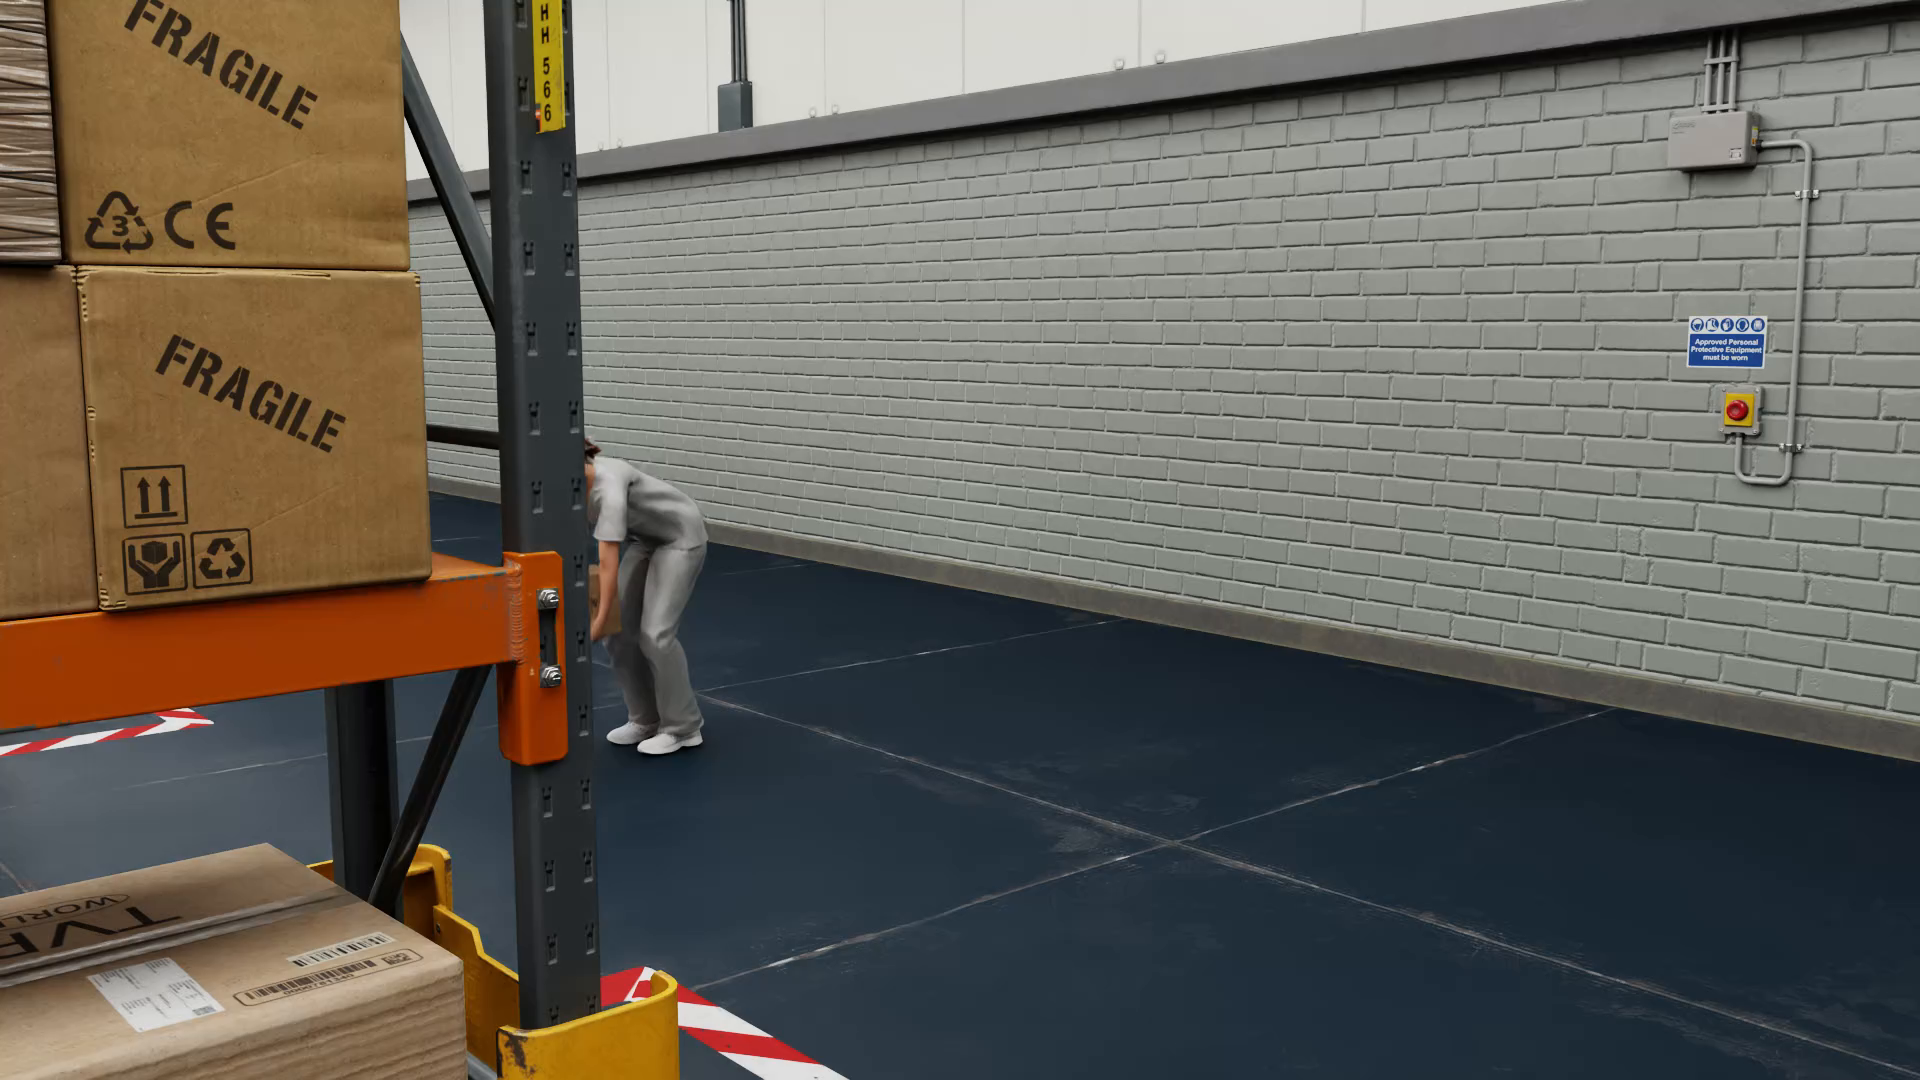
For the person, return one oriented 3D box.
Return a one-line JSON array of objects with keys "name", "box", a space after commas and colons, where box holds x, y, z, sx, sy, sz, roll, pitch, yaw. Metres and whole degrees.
[{"name": "person", "box": [-1.379, 0.206, 6.614, 0.802, 1.318, 0.423, -7, 10, -43]}]
